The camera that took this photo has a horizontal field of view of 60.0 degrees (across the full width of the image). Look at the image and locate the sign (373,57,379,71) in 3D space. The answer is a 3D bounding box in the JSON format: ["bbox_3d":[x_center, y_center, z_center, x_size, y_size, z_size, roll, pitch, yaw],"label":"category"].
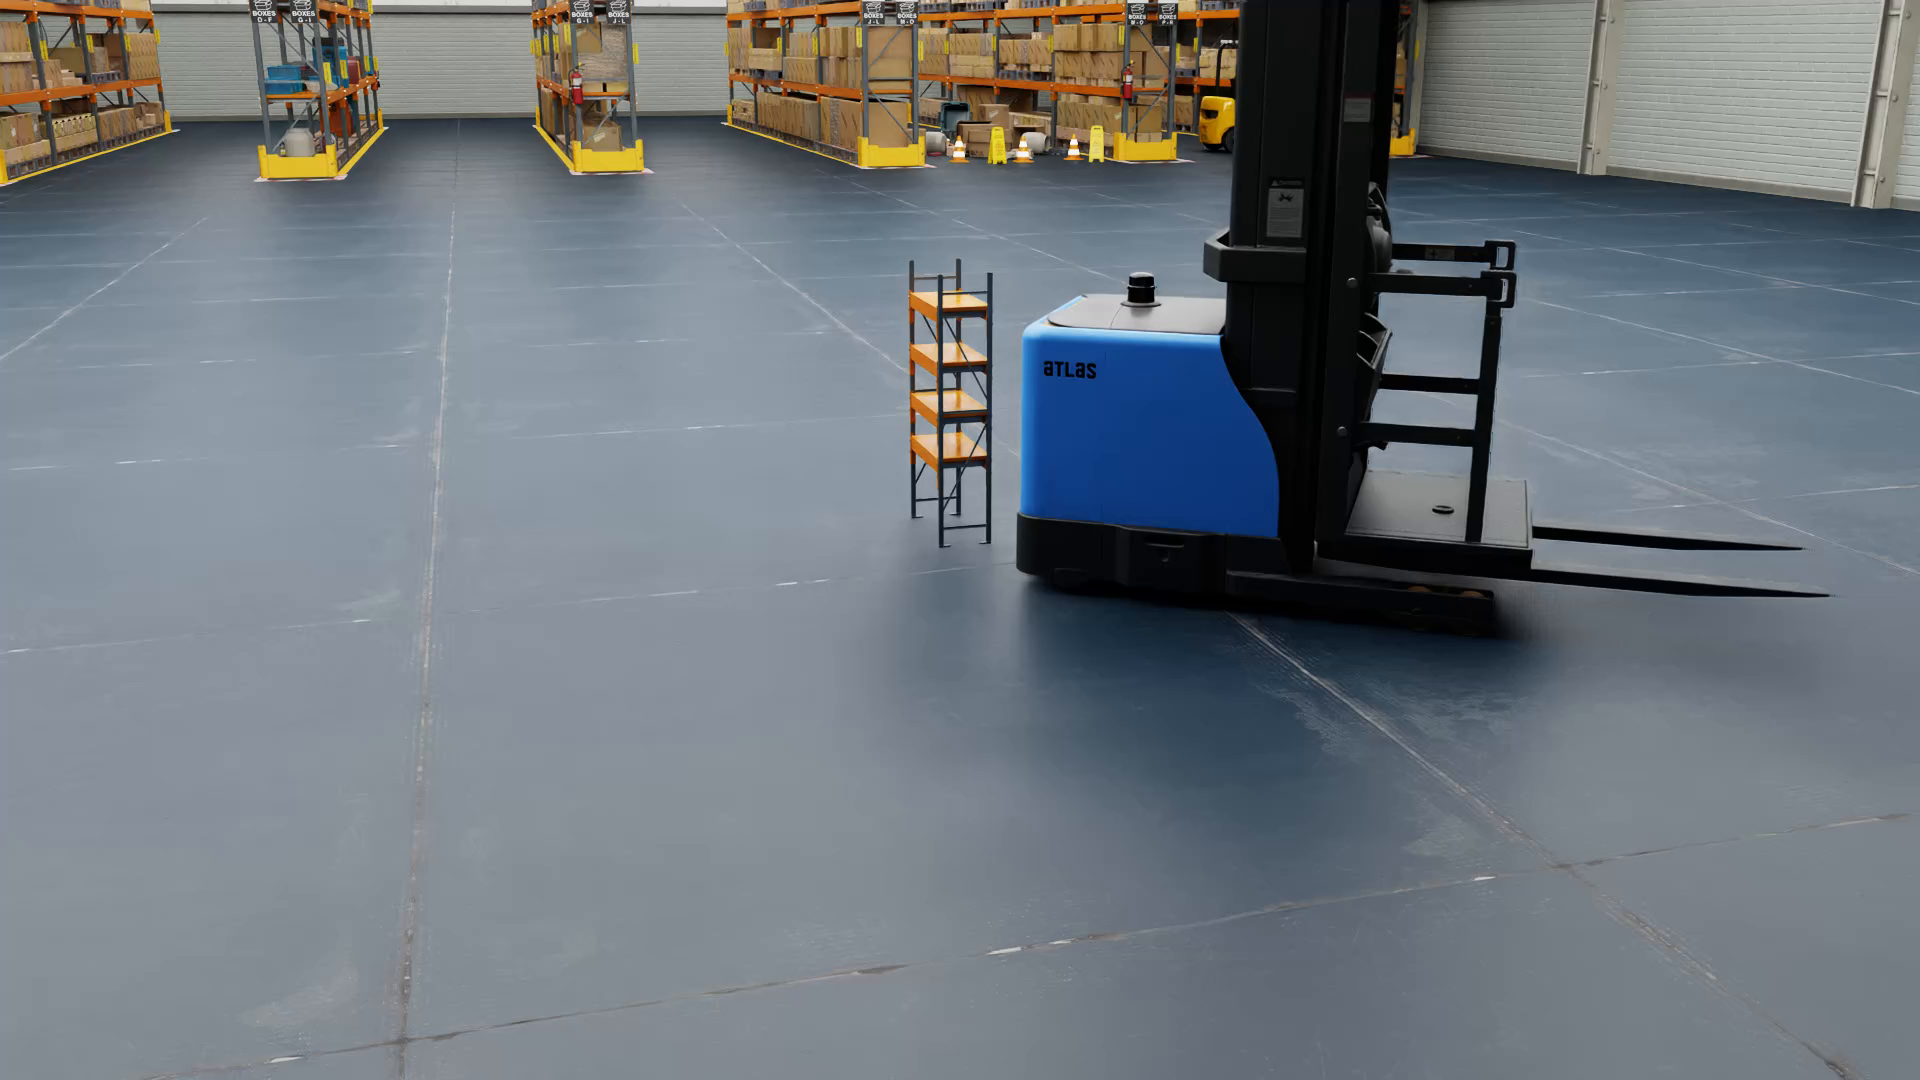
[{"bbox_3d":[-14.665,-11.951,41.742,0.100,0.325,0.005,-5,17,-15],"label":"sign"}]

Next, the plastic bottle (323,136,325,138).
[{"bbox_3d":[-11.388,-7.103,29.841,0.061,0.283,0.133,-5,17,-15],"label":"plastic bottle"}]

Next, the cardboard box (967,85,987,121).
[{"bbox_3d":[0.703,-10.663,40.699,0.875,0.875,0.875,-4,17,-14],"label":"cardboard box"}]

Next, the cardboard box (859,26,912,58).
[{"bbox_3d":[-1.298,-8.850,29.563,0.875,0.550,0.550,-5,17,-15],"label":"cardboard box"}]

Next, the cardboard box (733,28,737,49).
[{"bbox_3d":[-5.496,-12.820,42.489,0.500,0.500,0.500,-5,17,-16],"label":"cardboard box"}]

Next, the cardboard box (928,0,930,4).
[{"bbox_3d":[-0.536,-14.225,43.632,0.500,0.311,0.500,-4,17,-14],"label":"cardboard box"}]

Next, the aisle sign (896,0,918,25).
[{"bbox_3d":[-0.925,-9.404,29.027,0.394,0.787,0.004,-5,17,-15],"label":"aisle sign"}]

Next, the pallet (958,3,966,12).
[{"bbox_3d":[0.500,-12.989,40.599,0.805,0.209,1.217,-5,18,-17],"label":"pallet"}]

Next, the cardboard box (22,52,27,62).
[{"bbox_3d":[-16.234,-8.275,28.484,0.380,0.149,0.250,-5,17,-17],"label":"cardboard box"}]

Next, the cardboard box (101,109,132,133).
[{"bbox_3d":[-18.315,-9.091,36.081,0.500,0.500,0.500,-5,17,-15],"label":"cardboard box"}]

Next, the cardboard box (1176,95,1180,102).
[{"bbox_3d":[5.528,-10.838,40.807,0.380,0.149,0.250,-4,17,-14],"label":"cardboard box"}]

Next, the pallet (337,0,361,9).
[{"bbox_3d":[-13.466,-11.542,35.778,1.003,0.211,1.213,-5,17,-15],"label":"pallet"}]

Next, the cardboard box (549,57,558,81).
[{"bbox_3d":[-8.603,-10.169,35.917,0.500,0.500,0.500,-4,17,-14],"label":"cardboard box"}]

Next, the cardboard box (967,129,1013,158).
[{"bbox_3d":[0.581,-7.665,32.094,0.637,0.503,0.797,11,20,32],"label":"cardboard box"}]

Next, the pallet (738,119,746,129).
[{"bbox_3d":[-5.089,-10.660,42.574,1.003,0.211,1.213,-5,17,-15],"label":"pallet"}]

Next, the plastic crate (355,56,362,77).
[{"bbox_3d":[-14.094,-11.045,38.792,0.402,0.464,0.583,-5,17,-15],"label":"plastic crate"}]

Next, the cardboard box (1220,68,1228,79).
[{"bbox_3d":[6.240,-10.686,38.072,0.500,0.250,0.500,-5,18,-17],"label":"cardboard box"}]

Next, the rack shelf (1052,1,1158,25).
[{"bbox_3d":[2.949,-10.220,32.297,1.077,0.370,4.000,-5,17,-15],"label":"rack shelf"}]

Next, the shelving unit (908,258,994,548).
[{"bbox_3d":[-0.045,-0.620,7.432,0.258,1.200,0.503,-5,17,-15],"label":"shelving unit"}]

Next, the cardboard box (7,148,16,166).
[{"bbox_3d":[-15.631,-6.197,26.918,0.500,0.250,0.500,-5,17,-15],"label":"cardboard box"}]

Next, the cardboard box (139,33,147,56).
[{"bbox_3d":[-19.139,-11.435,38.395,0.500,0.500,0.500,-4,17,-14],"label":"cardboard box"}]

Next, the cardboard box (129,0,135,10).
[{"bbox_3d":[-19.019,-12.124,37.647,0.500,0.250,0.500,-5,17,-15],"label":"cardboard box"}]

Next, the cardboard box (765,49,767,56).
[{"bbox_3d":[-4.223,-11.049,37.693,0.380,0.149,0.250,-4,17,-14],"label":"cardboard box"}]

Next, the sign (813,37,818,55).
[{"bbox_3d":[-2.852,-9.733,32.764,0.100,0.325,0.005,-5,17,-15],"label":"sign"}]

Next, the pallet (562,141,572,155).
[{"bbox_3d":[-7.345,-7.777,32.976,1.003,0.211,1.213,-5,17,-15],"label":"pallet"}]

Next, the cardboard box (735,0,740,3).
[{"bbox_3d":[-5.347,-13.618,41.753,0.500,0.250,0.500,-5,18,-17],"label":"cardboard box"}]

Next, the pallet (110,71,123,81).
[{"bbox_3d":[-18.739,-10.007,35.885,1.003,0.211,1.213,-5,17,-15],"label":"pallet"}]

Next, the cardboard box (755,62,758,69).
[{"bbox_3d":[-4.580,-11.124,38.979,0.380,0.149,0.250,-5,18,-18],"label":"cardboard box"}]

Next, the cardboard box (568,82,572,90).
[{"bbox_3d":[-6.820,-8.140,29.773,0.380,0.149,0.250,-5,17,-15],"label":"cardboard box"}]

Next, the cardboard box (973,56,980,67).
[{"bbox_3d":[0.618,-11.350,39.416,0.500,0.250,0.500,-5,17,-17],"label":"cardboard box"}]

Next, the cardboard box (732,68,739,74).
[{"bbox_3d":[-5.724,-12.199,43.288,0.380,0.149,0.250,-5,17,-17],"label":"cardboard box"}]

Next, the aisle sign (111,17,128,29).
[{"bbox_3d":[-20.254,-12.675,39.917,0.394,0.787,0.004,-5,17,-15],"label":"aisle sign"}]

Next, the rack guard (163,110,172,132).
[{"bbox_3d":[-19.932,-10.216,40.595,1.175,0.500,0.348,-5,17,-15],"label":"rack guard"}]

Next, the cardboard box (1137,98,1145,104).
[{"bbox_3d":[4.889,-11.140,42.938,0.500,0.500,0.500,-4,17,-13],"label":"cardboard box"}]

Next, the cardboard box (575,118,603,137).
[{"bbox_3d":[-7.058,-7.788,31.779,0.500,0.500,0.500,-5,18,-17],"label":"cardboard box"}]

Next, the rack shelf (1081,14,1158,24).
[{"bbox_3d":[4.422,-13.933,44.657,1.077,0.370,4.000,-5,17,-15],"label":"rack shelf"}]

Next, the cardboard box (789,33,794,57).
[{"bbox_3d":[-3.318,-10.770,36.180,0.700,0.500,0.500,-5,17,-16],"label":"cardboard box"}]

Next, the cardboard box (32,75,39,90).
[{"bbox_3d":[-16.833,-8.176,29.718,0.500,0.250,0.500,-4,17,-12],"label":"cardboard box"}]

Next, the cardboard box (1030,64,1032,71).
[{"bbox_3d":[1.726,-10.166,35.787,0.380,0.149,0.250,-5,17,-15],"label":"cardboard box"}]

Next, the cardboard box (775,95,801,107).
[{"bbox_3d":[-3.872,-9.900,37.507,0.500,0.250,0.500,-5,17,-17],"label":"cardboard box"}]

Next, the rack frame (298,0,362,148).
[{"bbox_3d":[-12.991,-9.612,34.238,1.000,3.000,0.127,-5,17,-15],"label":"rack frame"}]

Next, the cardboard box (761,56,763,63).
[{"bbox_3d":[-4.362,-11.049,38.210,0.380,0.149,0.250,-4,17,-14],"label":"cardboard box"}]

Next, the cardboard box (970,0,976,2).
[{"bbox_3d":[0.537,-12.938,39.191,0.500,0.500,0.500,-5,17,-15],"label":"cardboard box"}]

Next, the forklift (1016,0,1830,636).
[{"bbox_3d":[1.806,-1.214,6.399,3.031,2.935,1.130,5,17,17],"label":"forklift"}]

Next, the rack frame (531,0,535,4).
[{"bbox_3d":[-10.427,-15.090,42.046,1.000,3.000,0.127,-5,17,-15],"label":"rack frame"}]

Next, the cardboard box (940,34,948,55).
[{"bbox_3d":[-0.195,-12.529,42.037,0.500,0.500,0.500,-5,17,-16],"label":"cardboard box"}]

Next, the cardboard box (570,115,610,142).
[{"bbox_3d":[-7.278,-8.083,32.726,0.700,0.500,0.500,-6,18,-20],"label":"cardboard box"}]

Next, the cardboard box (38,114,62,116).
[{"bbox_3d":[-17.893,-8.207,32.633,0.500,0.311,0.500,-4,17,-13],"label":"cardboard box"}]

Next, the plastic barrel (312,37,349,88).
[{"bbox_3d":[-11.707,-8.877,30.918,0.600,0.901,0.708,-5,17,-15],"label":"plastic barrel"}]

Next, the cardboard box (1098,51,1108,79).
[{"bbox_3d":[2.951,-9.032,31.616,0.500,0.500,0.500,-5,17,-15],"label":"cardboard box"}]

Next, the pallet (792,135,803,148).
[{"bbox_3d":[-2.956,-8.472,35.288,1.003,0.211,1.213,-5,17,-15],"label":"pallet"}]

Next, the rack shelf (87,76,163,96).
[{"bbox_3d":[-19.404,-10.537,38.567,1.077,0.370,4.000,-5,17,-15],"label":"rack shelf"}]

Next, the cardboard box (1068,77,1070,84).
[{"bbox_3d":[2.399,-9.311,33.673,0.380,0.149,0.250,-5,17,-16],"label":"cardboard box"}]

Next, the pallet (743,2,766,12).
[{"bbox_3d":[-4.464,-12.642,39.437,1.213,0.211,1.003,-5,17,-15],"label":"pallet"}]
